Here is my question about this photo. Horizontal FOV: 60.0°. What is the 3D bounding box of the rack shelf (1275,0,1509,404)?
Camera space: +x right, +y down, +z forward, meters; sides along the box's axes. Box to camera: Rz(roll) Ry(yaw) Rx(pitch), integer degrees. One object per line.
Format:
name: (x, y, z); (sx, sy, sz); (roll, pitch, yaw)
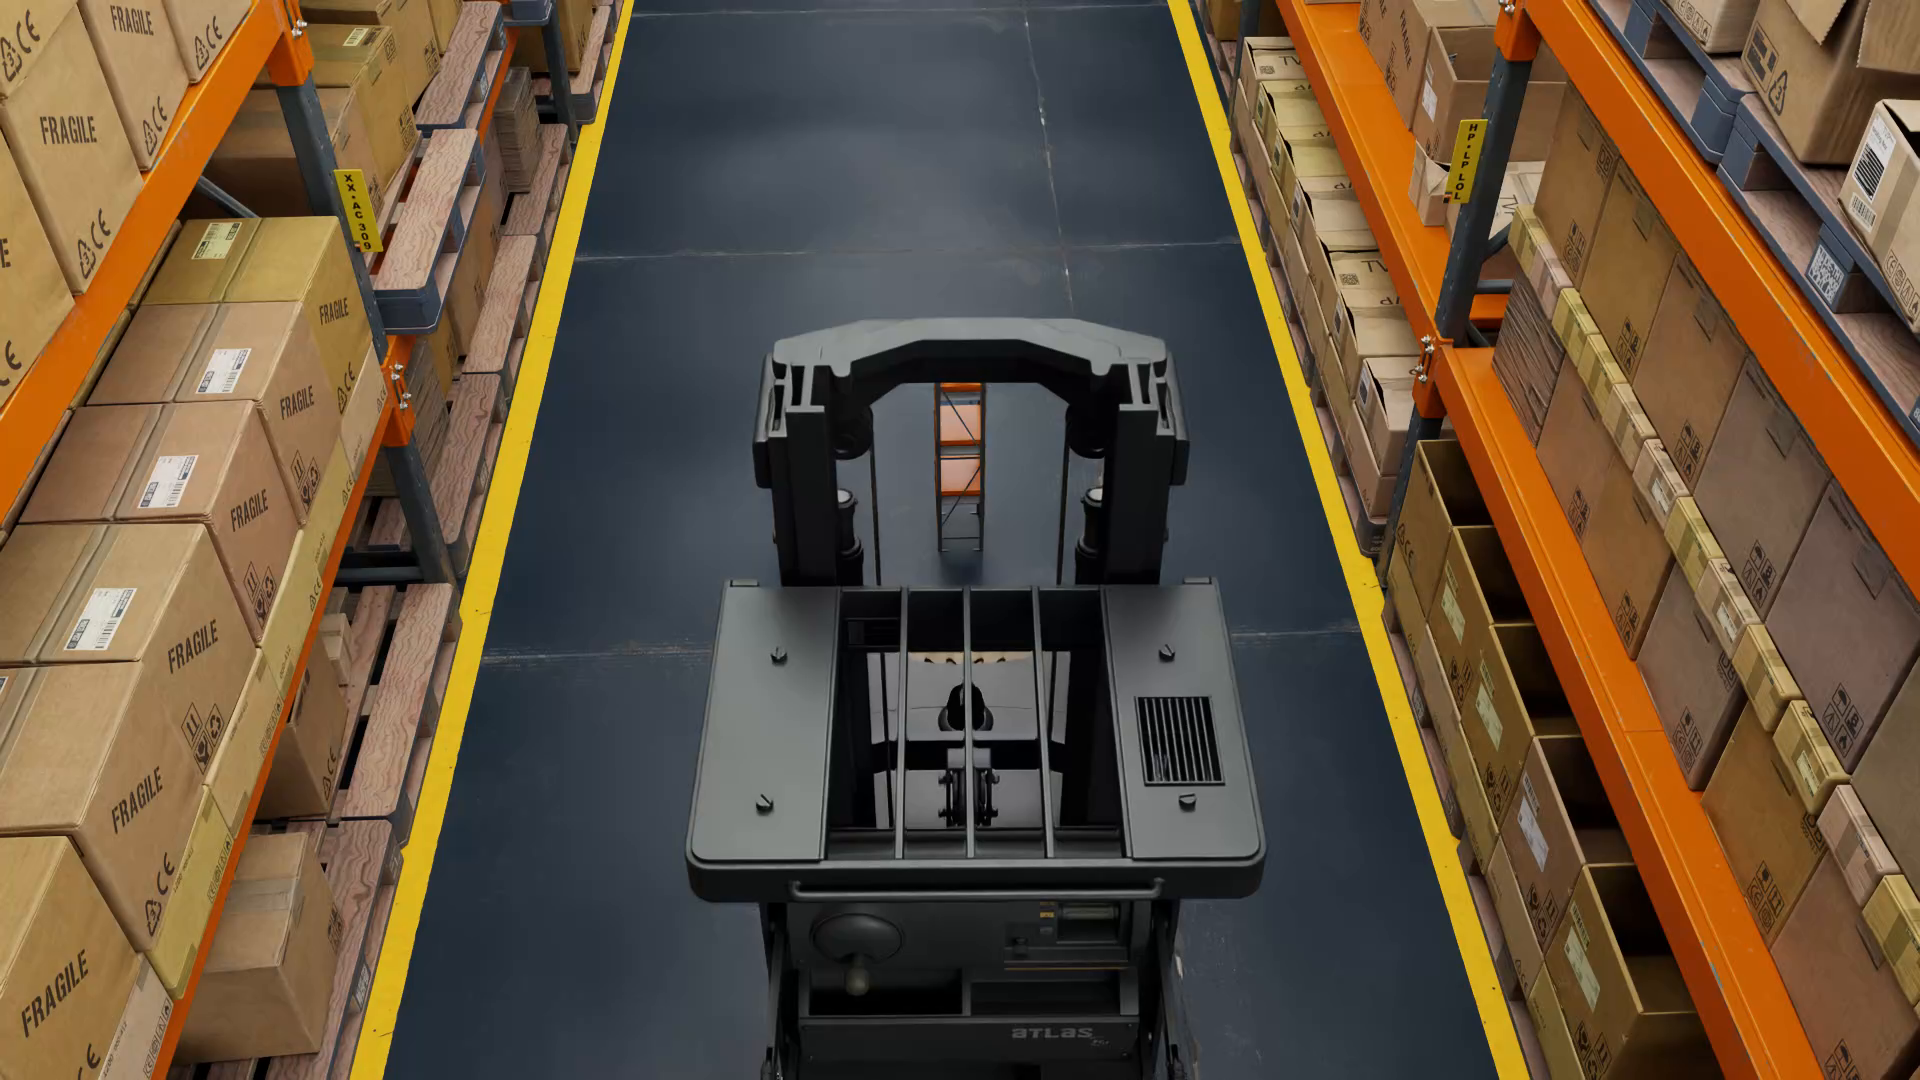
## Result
rack shelf: (2.228, -2.032, 7.930); (1.077, 0.370, 4.000); (-2, 43, -2)

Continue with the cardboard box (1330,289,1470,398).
cardboard box: (1.981, -0.912, 7.483); (0.500, 0.311, 0.500); (-1, 43, -1)

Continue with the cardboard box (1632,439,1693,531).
cardboard box: (2.190, -0.167, 4.807); (0.380, 0.149, 0.250); (-3, 43, -3)

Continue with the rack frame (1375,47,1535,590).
rack frame: (2.313, -0.947, 6.213); (1.000, 3.000, 0.127); (-2, 43, -2)

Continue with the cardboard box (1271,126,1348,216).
cardboard box: (1.922, -1.935, 8.600); (0.500, 0.311, 0.500); (-3, 43, -3)

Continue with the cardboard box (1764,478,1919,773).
cardboard box: (2.424, 0.191, 3.937); (0.700, 0.500, 0.500); (-1, 43, -2)

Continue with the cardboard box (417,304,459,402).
cardboard box: (-2.756, -0.887, 7.672); (0.700, 0.500, 0.500); (-2, 43, -3)

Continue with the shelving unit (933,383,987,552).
shelving unit: (-0.002, -0.423, 7.084); (0.215, 1.050, 0.252); (-2, 43, -2)

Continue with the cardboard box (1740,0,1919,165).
cardboard box: (2.257, -1.182, 3.759); (0.797, 0.503, 0.637); (3, 43, 3)

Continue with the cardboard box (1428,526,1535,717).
cardboard box: (2.049, 0.294, 6.028); (0.500, 0.500, 0.500); (-2, 43, -2)

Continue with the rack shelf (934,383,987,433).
rack shelf: (-0.002, -0.625, 6.900); (0.215, 0.259, 0.240); (-2, 43, -2)

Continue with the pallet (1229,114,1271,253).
pallet: (2.139, -2.063, 9.494); (1.003, 0.211, 1.213); (-2, 43, -2)

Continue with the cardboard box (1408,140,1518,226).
cardboard box: (2.092, -1.486, 6.901); (0.396, 0.266, 0.258); (-3, 43, -3)

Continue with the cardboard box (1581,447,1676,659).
cardboard box: (2.385, 0.010, 5.095); (0.700, 0.500, 0.500); (-1, 43, -1)

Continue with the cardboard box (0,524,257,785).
cardboard box: (-2.247, 0.307, 4.386); (0.500, 0.500, 0.500); (0, 43, 0)

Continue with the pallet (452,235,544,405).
pallet: (-2.725, -1.126, 8.472); (1.003, 0.211, 1.213); (-2, 43, -2)

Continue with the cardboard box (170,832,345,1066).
cardboard box: (-2.411, 1.306, 5.280); (0.700, 0.500, 0.500); (-4, 43, -4)

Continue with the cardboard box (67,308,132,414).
cardboard box: (-2.806, -0.359, 5.112); (0.500, 0.500, 0.500); (-2, 43, -2)

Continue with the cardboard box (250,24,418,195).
cardboard box: (-2.640, -1.724, 6.661); (0.700, 0.500, 0.500); (2, 43, 3)

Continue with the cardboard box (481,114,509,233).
cardboard box: (-2.817, -1.908, 8.786); (0.700, 0.500, 0.500); (-2, 43, -2)

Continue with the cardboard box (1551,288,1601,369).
cardboard box: (2.155, -0.693, 5.382); (0.380, 0.149, 0.250); (-3, 43, -3)

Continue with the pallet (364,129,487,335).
pallet: (-2.523, -1.252, 6.688); (1.003, 0.211, 1.213); (-2, 43, -2)

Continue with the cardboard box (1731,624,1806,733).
cardboard box: (2.220, 0.350, 4.243); (0.380, 0.149, 0.250); (-1, 43, -1)

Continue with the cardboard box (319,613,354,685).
cardboard box: (-2.583, 0.440, 6.471); (0.380, 0.166, 0.250); (-7, 43, -7)

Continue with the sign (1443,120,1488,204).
sign: (1.771, -1.323, 5.825); (0.100, 0.325, 0.005); (-2, 43, -2)

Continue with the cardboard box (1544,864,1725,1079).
cardboard box: (2.106, 1.307, 4.923); (0.500, 0.500, 0.500); (-2, 43, -2)

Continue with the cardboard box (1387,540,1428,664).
cardboard box: (2.030, 0.233, 6.650); (0.500, 0.250, 0.500); (-2, 43, -2)

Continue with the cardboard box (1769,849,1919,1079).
cardboard box: (2.449, 1.046, 3.964); (0.700, 0.500, 0.500); (-1, 43, -1)

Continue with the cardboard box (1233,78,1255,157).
cardboard box: (1.872, -2.427, 9.552); (0.500, 0.250, 0.500); (-2, 43, -2)

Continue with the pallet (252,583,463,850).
pallet: (-2.572, 0.678, 6.504); (1.003, 0.211, 1.213); (-2, 43, -2)

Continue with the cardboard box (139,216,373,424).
cardboard box: (-2.307, -0.721, 5.508); (0.500, 0.500, 0.500); (-2, 43, -2)

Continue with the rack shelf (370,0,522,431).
rack shelf: (-2.721, -1.888, 7.772); (1.077, 0.370, 4.000); (-2, 43, -2)

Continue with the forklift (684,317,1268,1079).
forklift: (0.027, 1.046, 4.089); (1.130, 2.935, 3.031); (0, 43, 0)

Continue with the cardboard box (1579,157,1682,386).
cardboard box: (2.361, -0.822, 5.043); (0.700, 0.500, 0.500); (-2, 43, -2)

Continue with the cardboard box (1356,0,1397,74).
cardboard box: (2.231, -2.552, 7.890); (0.500, 0.500, 0.500); (-4, 43, -4)

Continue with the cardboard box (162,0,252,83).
cardboard box: (-2.367, -1.617, 4.635); (0.500, 0.500, 0.500); (-1, 43, -1)

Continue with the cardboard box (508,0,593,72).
cardboard box: (-2.706, -3.366, 10.132); (0.750, 0.750, 0.750); (-2, 43, -2)

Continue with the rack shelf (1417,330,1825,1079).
rack shelf: (2.398, 0.668, 4.983); (1.077, 0.370, 4.000); (-2, 43, -2)

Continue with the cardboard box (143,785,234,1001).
cardboard box: (-2.222, 0.913, 4.280); (0.500, 0.250, 0.500); (-2, 43, -2)

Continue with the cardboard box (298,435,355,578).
cardboard box: (-2.300, -0.107, 5.393); (0.500, 0.250, 0.500); (-1, 43, -2)

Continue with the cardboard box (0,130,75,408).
cardboard box: (-2.288, -0.560, 3.482); (0.500, 0.500, 0.500); (1, 43, 1)

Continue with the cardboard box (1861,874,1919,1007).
cardboard box: (2.253, 0.875, 3.671); (0.380, 0.149, 0.250); (-2, 43, -2)

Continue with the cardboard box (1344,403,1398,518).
cardboard box: (2.006, -0.360, 7.297); (0.500, 0.250, 0.500); (-2, 43, -2)

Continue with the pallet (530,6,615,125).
pallet: (-2.764, -3.010, 10.527); (1.003, 0.211, 1.213); (-2, 43, -2)

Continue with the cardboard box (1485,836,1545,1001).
cardboard box: (2.089, 1.246, 5.545); (0.500, 0.250, 0.500); (-2, 43, -2)

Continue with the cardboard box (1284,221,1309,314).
cardboard box: (1.944, -1.391, 8.421); (0.500, 0.250, 0.500); (-1, 43, -1)

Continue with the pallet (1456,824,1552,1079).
pallet: (2.360, 1.444, 5.668); (1.003, 0.211, 1.213); (-2, 43, -2)
